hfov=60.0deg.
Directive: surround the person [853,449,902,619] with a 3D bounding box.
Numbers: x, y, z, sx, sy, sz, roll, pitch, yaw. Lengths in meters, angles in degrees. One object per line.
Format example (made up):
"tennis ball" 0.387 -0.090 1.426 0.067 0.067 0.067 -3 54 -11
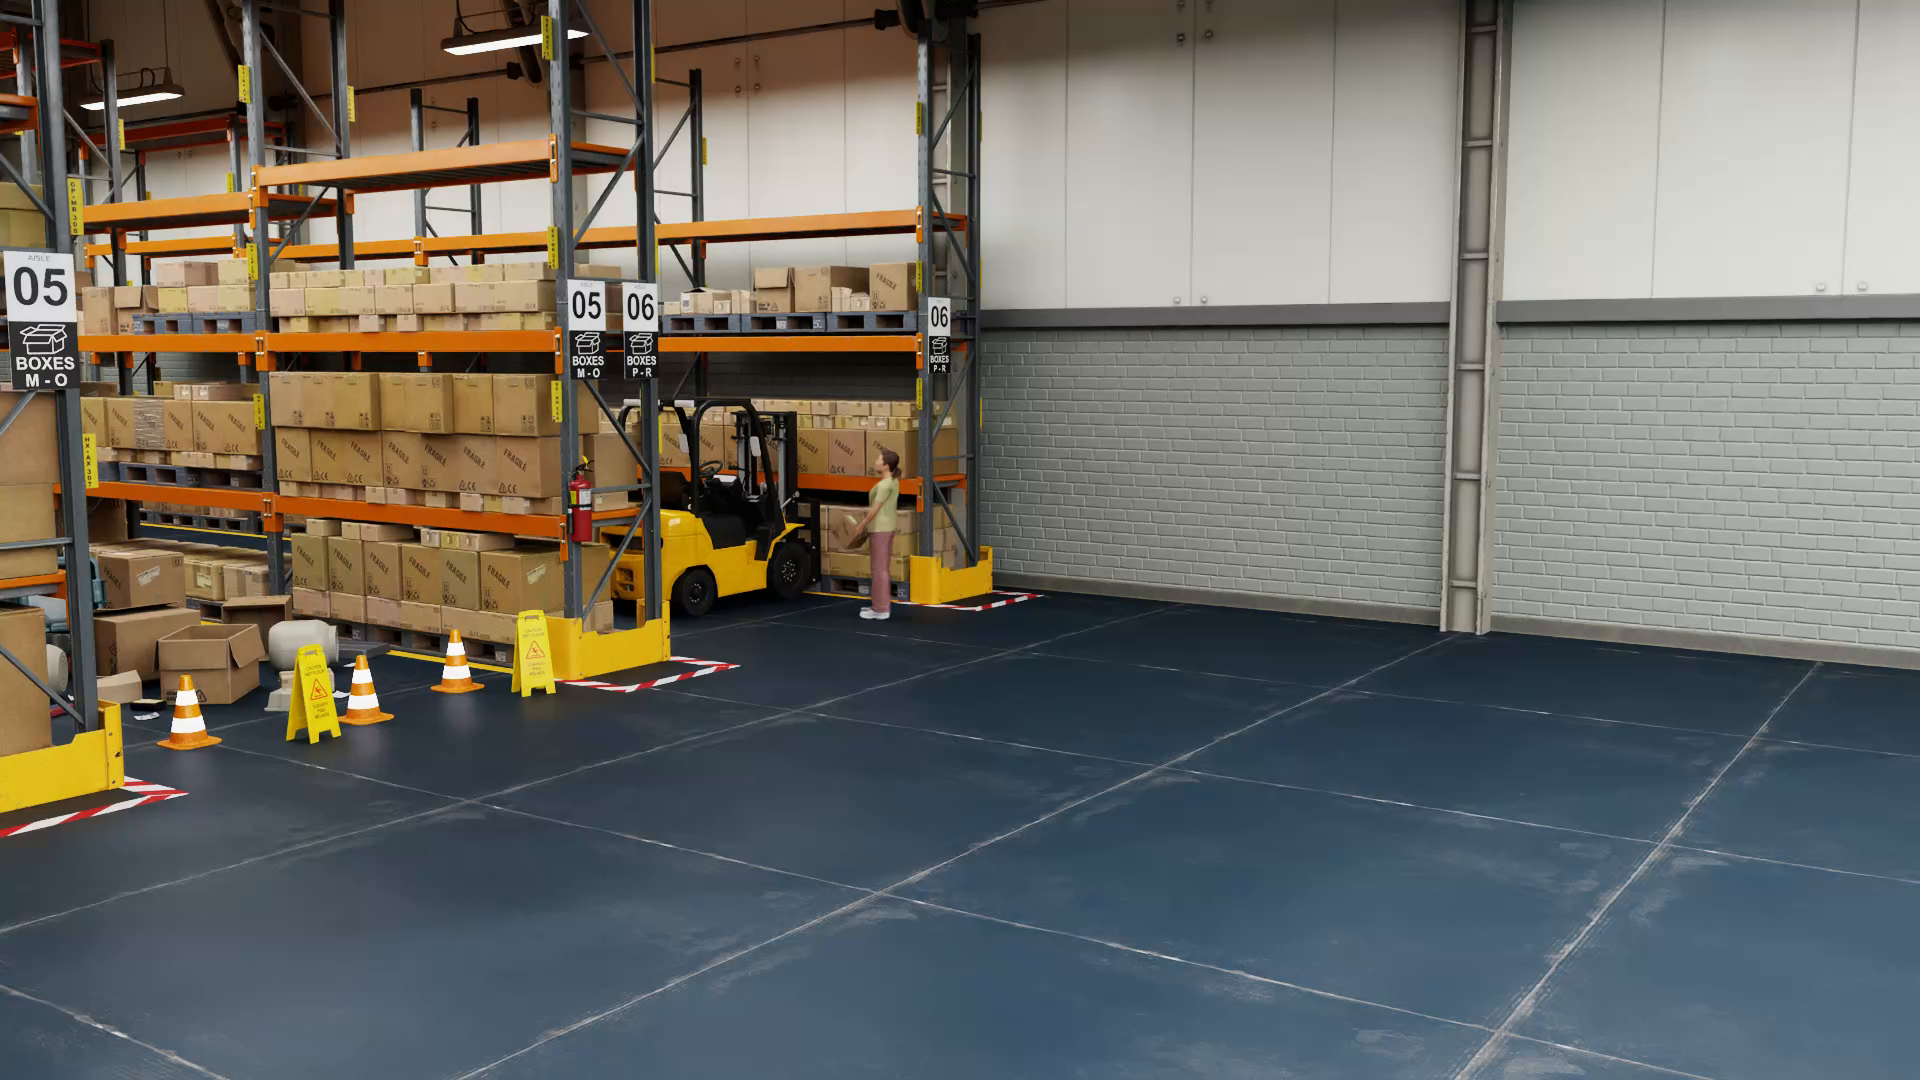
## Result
"person" -0.805 -0.062 16.468 0.494 1.676 0.516 1 6 10
